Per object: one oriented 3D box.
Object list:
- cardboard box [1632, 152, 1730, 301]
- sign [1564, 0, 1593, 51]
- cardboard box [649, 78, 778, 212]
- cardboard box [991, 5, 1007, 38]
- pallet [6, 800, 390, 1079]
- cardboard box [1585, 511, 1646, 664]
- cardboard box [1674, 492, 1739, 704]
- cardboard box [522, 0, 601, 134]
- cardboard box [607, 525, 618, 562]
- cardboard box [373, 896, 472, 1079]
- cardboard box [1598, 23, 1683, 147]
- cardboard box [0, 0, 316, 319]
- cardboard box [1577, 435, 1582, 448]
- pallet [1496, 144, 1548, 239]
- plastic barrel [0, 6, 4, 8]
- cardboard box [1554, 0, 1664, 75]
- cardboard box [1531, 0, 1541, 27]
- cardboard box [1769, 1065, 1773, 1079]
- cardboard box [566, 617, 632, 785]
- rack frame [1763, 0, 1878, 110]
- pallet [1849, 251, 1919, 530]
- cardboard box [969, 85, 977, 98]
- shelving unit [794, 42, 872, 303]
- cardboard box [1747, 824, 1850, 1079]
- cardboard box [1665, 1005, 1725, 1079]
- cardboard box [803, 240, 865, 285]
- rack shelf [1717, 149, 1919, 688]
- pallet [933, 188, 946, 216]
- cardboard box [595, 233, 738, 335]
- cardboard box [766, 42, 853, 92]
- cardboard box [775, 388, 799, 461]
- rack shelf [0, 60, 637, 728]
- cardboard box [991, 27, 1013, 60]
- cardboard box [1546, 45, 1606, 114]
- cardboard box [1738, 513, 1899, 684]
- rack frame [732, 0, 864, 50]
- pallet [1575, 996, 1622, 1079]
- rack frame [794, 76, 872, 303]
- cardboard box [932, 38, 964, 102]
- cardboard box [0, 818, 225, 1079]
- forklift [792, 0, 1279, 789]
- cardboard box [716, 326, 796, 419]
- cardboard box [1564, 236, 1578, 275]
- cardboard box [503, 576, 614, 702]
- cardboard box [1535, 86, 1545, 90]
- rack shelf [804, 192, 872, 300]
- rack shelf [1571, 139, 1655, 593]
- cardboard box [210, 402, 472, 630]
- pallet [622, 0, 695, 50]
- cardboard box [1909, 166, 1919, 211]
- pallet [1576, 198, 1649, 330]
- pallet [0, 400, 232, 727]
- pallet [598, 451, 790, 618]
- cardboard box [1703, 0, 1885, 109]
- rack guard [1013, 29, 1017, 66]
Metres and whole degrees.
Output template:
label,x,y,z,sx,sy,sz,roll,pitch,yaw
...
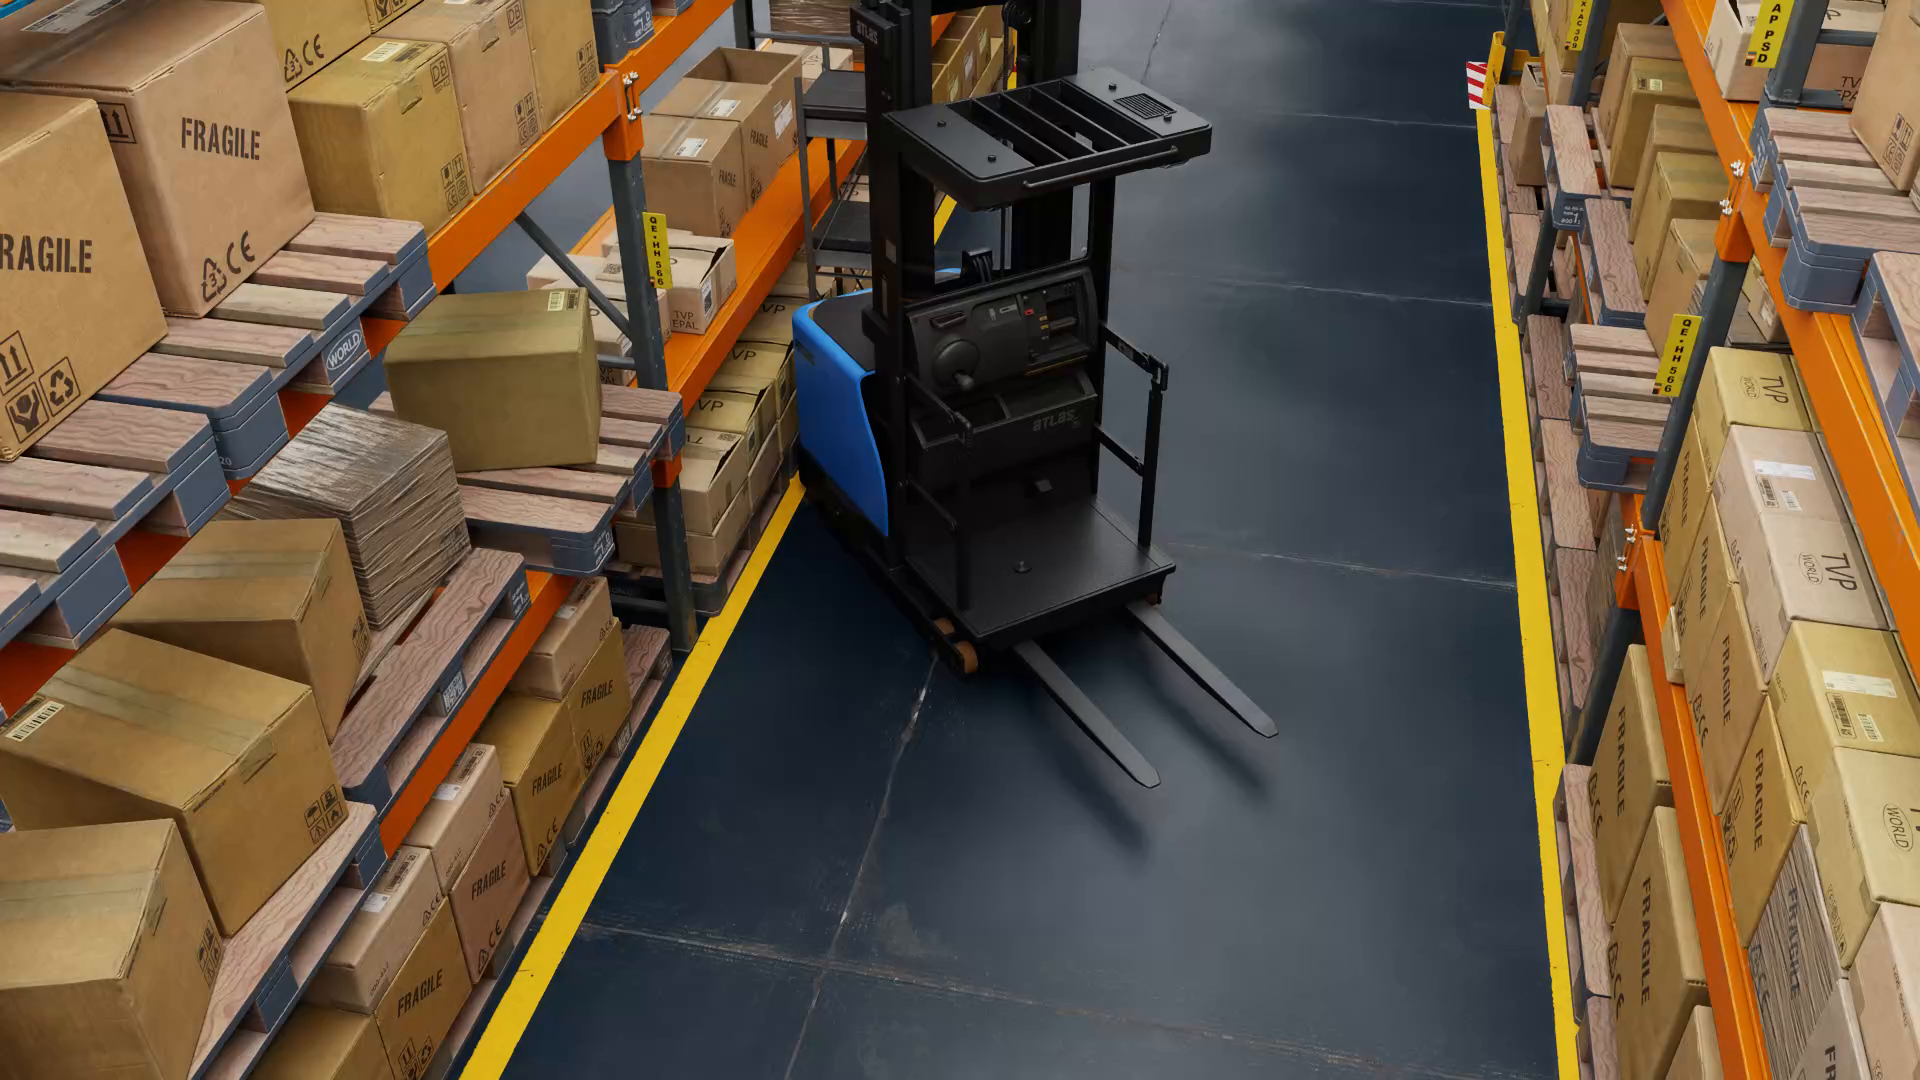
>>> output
label,x,y,z,sx,sy,sz,roll,pitch,yaw
cardboard box,3.435,-1.365,7.387,0.700,0.500,0.500,7,37,10
sign,3.423,-2.866,9.181,0.100,0.325,0.005,7,37,10
cardboard box,-1.285,-2.084,8.754,0.500,0.500,0.500,7,37,10
cardboard box,0.145,-4.379,13.353,0.500,0.500,0.500,7,37,10
pallet,-2.317,1.149,4.542,1.003,0.211,1.213,7,37,10
cardboard box,3.203,0.256,7.366,0.700,0.500,0.500,8,37,11
cardboard box,2.626,0.218,5.308,0.500,0.500,0.500,8,37,12
cardboard box,-1.800,-1.778,5.776,0.910,0.500,0.500,7,37,10
cardboard box,-1.866,-0.166,8.179,0.500,0.250,0.500,8,37,11
cardboard box,-2.036,1.510,5.635,0.500,0.500,0.500,8,37,11
cardboard box,3.813,-2.383,8.792,0.700,0.500,0.500,7,37,10
cardboard box,-2.132,-0.994,4.252,0.600,0.600,0.600,6,36,8
cardboard box,3.604,-0.604,8.552,0.700,0.500,0.500,8,37,10
pallet,4.322,-2.414,11.670,1.003,0.211,1.213,7,37,10
plastic barrel,-6.142,-3.227,10.301,0.433,0.535,0.433,0,36,0
cardboard box,3.754,-3.012,9.592,0.500,0.500,0.500,7,37,10
cardboard box,4.073,-3.572,11.003,0.500,0.250,0.500,8,37,10
cardboard box,2.288,1.418,4.205,0.380,0.149,0.250,7,37,10
cardboard box,-1.710,0.622,6.861,0.500,0.500,0.500,9,37,12
rack frame,3.100,-2.588,4.422,1.000,3.000,0.127,7,37,10
pallet,2.779,-0.279,3.954,1.003,0.211,1.213,9,37,12
cardboard box,-0.166,-3.214,12.384,0.500,0.250,0.500,7,37,10
shelving unit,-0.541,-1.499,8.791,0.431,2.100,0.503,7,36,10
cardboard box,2.313,1.089,4.106,0.500,0.500,0.500,7,37,10
cardboard box,2.445,1.936,4.767,0.750,0.750,0.750,8,37,11
cardboard box,-0.797,-1.787,9.937,0.500,0.311,0.500,8,37,11
rack shelf,2.673,0.065,3.932,1.077,0.370,4.000,7,37,10
pallet,-0.675,-2.392,11.641,1.003,0.211,1.213,7,37,10
cardboard box,-1.360,-1.230,7.737,0.500,0.311,0.500,7,37,9
cardboard box,-0.948,-2.722,9.848,0.500,0.250,0.500,10,37,13
cardboard box,-1.129,-0.684,8.894,0.500,0.250,0.500,6,36,9
rack shelf,-2.167,-0.554,4.785,1.077,0.370,4.000,7,37,10
cardboard box,0.143,-4.076,13.573,0.500,0.250,0.500,7,37,10
cardboard box,3.760,-2.709,9.812,0.500,0.250,0.500,7,37,10
cardboard box,2.535,0.192,4.704,0.500,0.250,0.500,8,37,10
rack frame,-0.885,-3.070,10.201,1.000,3.000,0.127,7,37,10
pallet,2.596,2.110,5.428,1.003,0.211,1.213,7,37,10
rack frame,-0.592,-1.360,8.597,0.400,2.100,0.015,7,36,10
cardboard box,-0.267,-3.231,11.768,0.500,0.500,0.500,7,37,10
cardboard box,-2.274,1.062,4.056,0.700,0.500,0.500,-4,36,-6
forklift,0.310,-0.867,7.219,1.130,2.935,3.031,-18,40,-24
cardboard box,-1.126,-0.919,8.739,0.500,0.311,0.500,6,36,9
cardboard box,4.040,-1.793,10.478,0.380,0.166,0.250,3,36,4
cardboard box,-1.718,0.352,6.595,0.500,0.250,0.500,9,37,12
cardboard box,4.452,-3.122,12.188,0.500,0.311,0.500,10,37,14
rack shelf,-0.541,-1.488,8.799,0.431,0.518,0.480,7,36,10
rack shelf,3.528,-1.014,7.976,1.077,0.370,4.000,7,37,10
cardboard box,-2.146,-0.112,5.676,0.700,0.500,0.500,14,38,19
pallet,-1.682,-2.316,6.764,1.213,0.211,1.003,9,37,12
cardboard box,2.991,-0.996,4.322,0.700,0.500,0.500,5,36,7
pallet,3.483,-1.221,7.812,1.003,0.211,1.213,7,37,10
pallet,-2.386,0.012,3.551,1.213,0.211,1.003,7,37,10
pallet,-1.526,-0.115,8.499,1.003,0.211,1.213,7,37,10
cardboard box,2.990,-1.792,5.939,0.500,0.311,0.500,7,37,10
rack guard,-0.026,-4.365,14.117,1.175,0.500,0.348,7,37,10
